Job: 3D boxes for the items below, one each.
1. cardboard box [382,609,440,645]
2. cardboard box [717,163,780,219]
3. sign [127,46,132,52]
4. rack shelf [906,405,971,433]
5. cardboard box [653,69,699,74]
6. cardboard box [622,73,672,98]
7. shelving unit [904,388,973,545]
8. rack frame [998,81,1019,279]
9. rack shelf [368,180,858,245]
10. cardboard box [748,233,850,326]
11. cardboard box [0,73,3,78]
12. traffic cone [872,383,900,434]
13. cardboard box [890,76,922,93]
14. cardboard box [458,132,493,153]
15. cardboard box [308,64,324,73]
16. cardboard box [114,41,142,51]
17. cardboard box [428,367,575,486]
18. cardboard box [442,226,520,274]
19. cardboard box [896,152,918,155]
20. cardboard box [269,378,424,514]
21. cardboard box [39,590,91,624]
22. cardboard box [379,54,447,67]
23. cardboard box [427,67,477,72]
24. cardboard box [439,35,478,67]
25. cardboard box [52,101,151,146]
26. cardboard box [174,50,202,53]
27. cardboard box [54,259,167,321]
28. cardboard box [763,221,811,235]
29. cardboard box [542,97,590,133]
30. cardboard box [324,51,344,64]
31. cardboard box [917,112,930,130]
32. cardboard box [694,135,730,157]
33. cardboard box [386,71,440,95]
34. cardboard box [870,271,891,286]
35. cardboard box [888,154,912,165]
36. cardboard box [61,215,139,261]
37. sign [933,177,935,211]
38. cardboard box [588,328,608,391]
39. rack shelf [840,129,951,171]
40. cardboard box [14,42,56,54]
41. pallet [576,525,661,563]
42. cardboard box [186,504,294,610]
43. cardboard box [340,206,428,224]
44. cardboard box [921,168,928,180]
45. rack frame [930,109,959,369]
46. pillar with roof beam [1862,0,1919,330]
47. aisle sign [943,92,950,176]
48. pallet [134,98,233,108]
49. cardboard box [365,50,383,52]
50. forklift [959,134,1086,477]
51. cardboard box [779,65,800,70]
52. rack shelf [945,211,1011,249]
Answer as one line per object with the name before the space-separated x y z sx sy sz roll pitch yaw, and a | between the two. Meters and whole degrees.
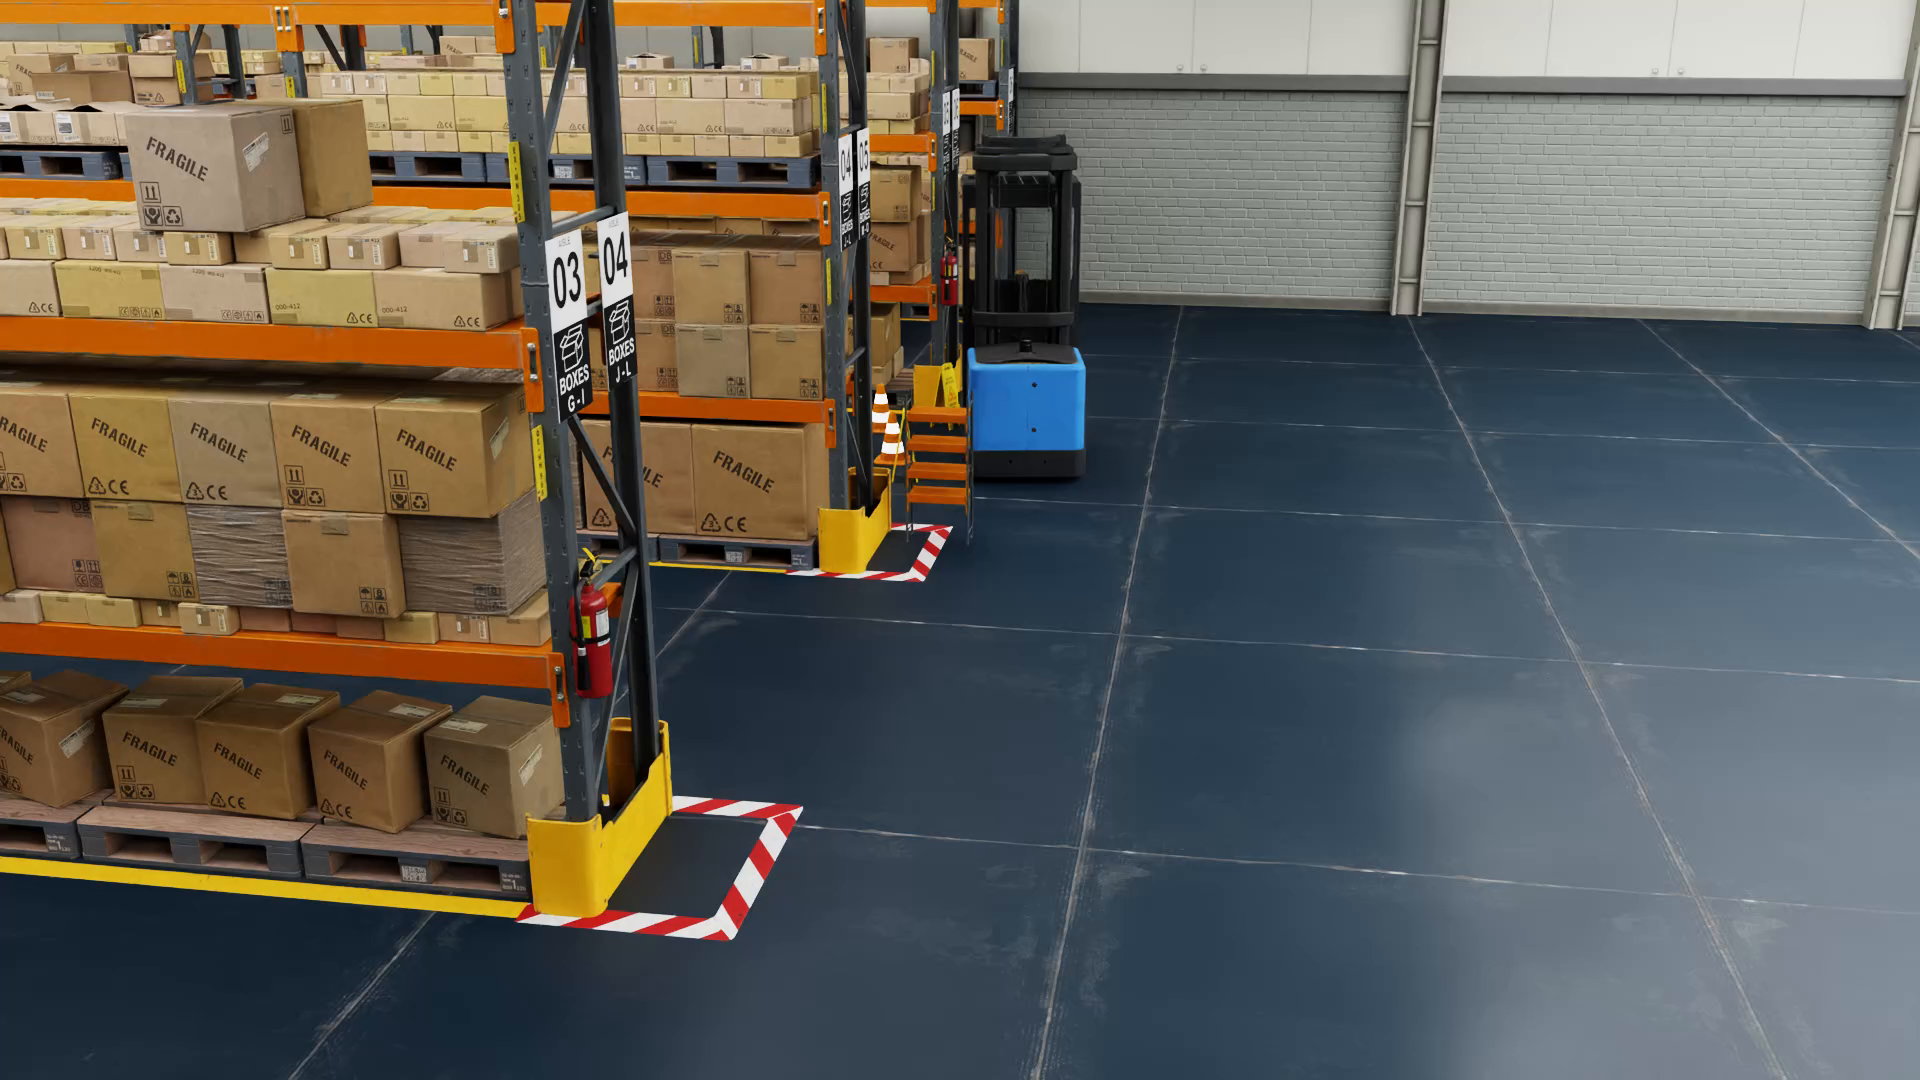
cardboard box | -2.540 0.354 7.915 0.250 0.149 0.380 3 19 9
cardboard box | -2.180 -3.621 17.196 0.500 0.500 0.700 3 19 8
sign | -11.295 -6.568 22.663 0.005 0.325 0.100 3 19 9
rack shelf | -0.163 -0.950 13.013 0.480 0.148 0.258 3 19 9
cardboard box | -2.120 -3.452 12.484 0.250 0.149 0.380 3 19 8
cardboard box | -2.226 -3.246 11.869 0.250 0.149 0.380 3 19 9
shelving unit | -0.163 -0.577 13.138 0.503 1.200 0.258 3 19 9
rack frame | 0.631 -4.467 21.925 0.127 3.000 1.000 3 19 9
rack shelf | -2.812 -2.538 12.566 4.000 0.370 1.077 3 19 9
cardboard box | -1.198 -1.970 12.524 0.550 0.550 0.875 3 19 9
cardboard box | -11.097 -5.116 18.618 0.500 0.311 0.500 3 19 9
traffic cone | -0.781 -1.326 16.536 0.334 0.463 0.336 3 19 9
cardboard box | -0.533 -4.517 16.489 0.250 0.149 0.380 3 19 9
cardboard box | -3.477 -2.931 12.186 0.250 0.149 0.380 3 19 8
cardboard box | -8.654 -6.420 22.642 0.250 0.149 0.380 3 19 9
cardboard box | -11.660 -6.914 23.492 0.500 0.250 0.500 3 19 8
cardboard box | -2.224 -0.582 8.114 0.500 0.500 0.500 3 19 9
cardboard box | -2.048 -1.263 7.232 0.250 0.149 0.380 3 19 9
cardboard box | -0.688 -5.102 22.175 0.250 0.149 0.380 4 19 10
cardboard box | -2.801 -0.443 7.698 0.500 0.500 0.500 3 19 9
cardboard box | -4.271 0.271 8.161 0.250 0.149 0.380 3 19 9
cardboard box | -5.705 -4.934 17.381 0.500 0.250 0.500 3 19 10
cardboard box | -3.878 -3.541 12.751 0.250 0.149 0.380 3 19 9
cardboard box | -6.591 -6.473 22.217 0.500 0.500 0.500 3 19 9
cardboard box | -6.553 -3.203 12.742 0.500 0.311 0.500 2 19 7
cardboard box | -10.473 -6.592 22.657 0.250 0.149 0.380 3 19 8
cardboard box | -3.736 -1.179 7.609 0.500 0.250 0.500 3 19 8
cardboard box | -1.719 -3.094 17.196 0.500 0.500 0.500 3 19 8
cardboard box | -2.852 -3.108 12.086 0.500 0.250 0.500 3 19 9
cardboard box | -8.412 -6.545 22.549 0.250 0.149 0.380 3 19 8
cardboard box | -0.428 -4.333 17.195 0.250 0.149 0.380 3 19 9
cardboard box | -1.722 -2.842 11.918 0.250 0.149 0.380 3 19 9
cardboard box | -3.979 -3.335 12.135 0.250 0.149 0.380 3 19 8
cardboard box | -0.823 -2.722 17.107 0.250 0.149 0.380 3 19 8
cardboard box | -0.776 -4.936 21.680 0.250 0.149 0.380 3 19 10
cardboard box | -3.848 -1.379 7.579 0.250 0.149 0.380 3 19 10
sign | -0.260 -3.437 16.526 0.005 0.325 0.100 3 19 9
cardboard box | -2.821 -1.533 12.922 0.500 0.550 0.875 3 19 9
rack shelf | -2.127 -4.093 17.216 4.000 0.370 1.077 3 19 9
cardboard box | -12.755 -6.801 23.154 0.500 0.250 0.500 3 19 10
pallet | -2.841 -0.111 13.302 1.213 0.211 1.003 3 19 9
cardboard box | -3.262 -0.058 8.122 0.500 0.500 0.875 3 19 9
cardboard box | -2.727 -1.487 7.900 0.250 0.149 0.380 4 19 11
cardboard box | -0.502 -4.803 21.751 0.250 0.149 0.380 3 19 8
rack frame | -0.152 -2.911 17.277 0.127 3.000 1.000 3 19 9
pillar with roof beam | 11.252 -5.676 16.086 0.400 9.000 9.100 3 19 9
aisle sign | -0.137 -4.050 16.584 0.004 0.787 0.394 3 19 9
pallet | -8.695 -4.663 18.082 1.003 0.211 1.213 4 19 11
cardboard box | -8.076 -6.690 22.981 0.250 0.149 0.380 3 19 8
forklift | 0.558 -2.362 15.743 1.130 2.935 3.031 0 19 -1
cardboard box | -2.164 -6.061 21.541 0.250 0.149 0.380 3 19 10
rack shelf | -1.343 -4.226 22.340 4.000 0.370 1.077 3 19 9
